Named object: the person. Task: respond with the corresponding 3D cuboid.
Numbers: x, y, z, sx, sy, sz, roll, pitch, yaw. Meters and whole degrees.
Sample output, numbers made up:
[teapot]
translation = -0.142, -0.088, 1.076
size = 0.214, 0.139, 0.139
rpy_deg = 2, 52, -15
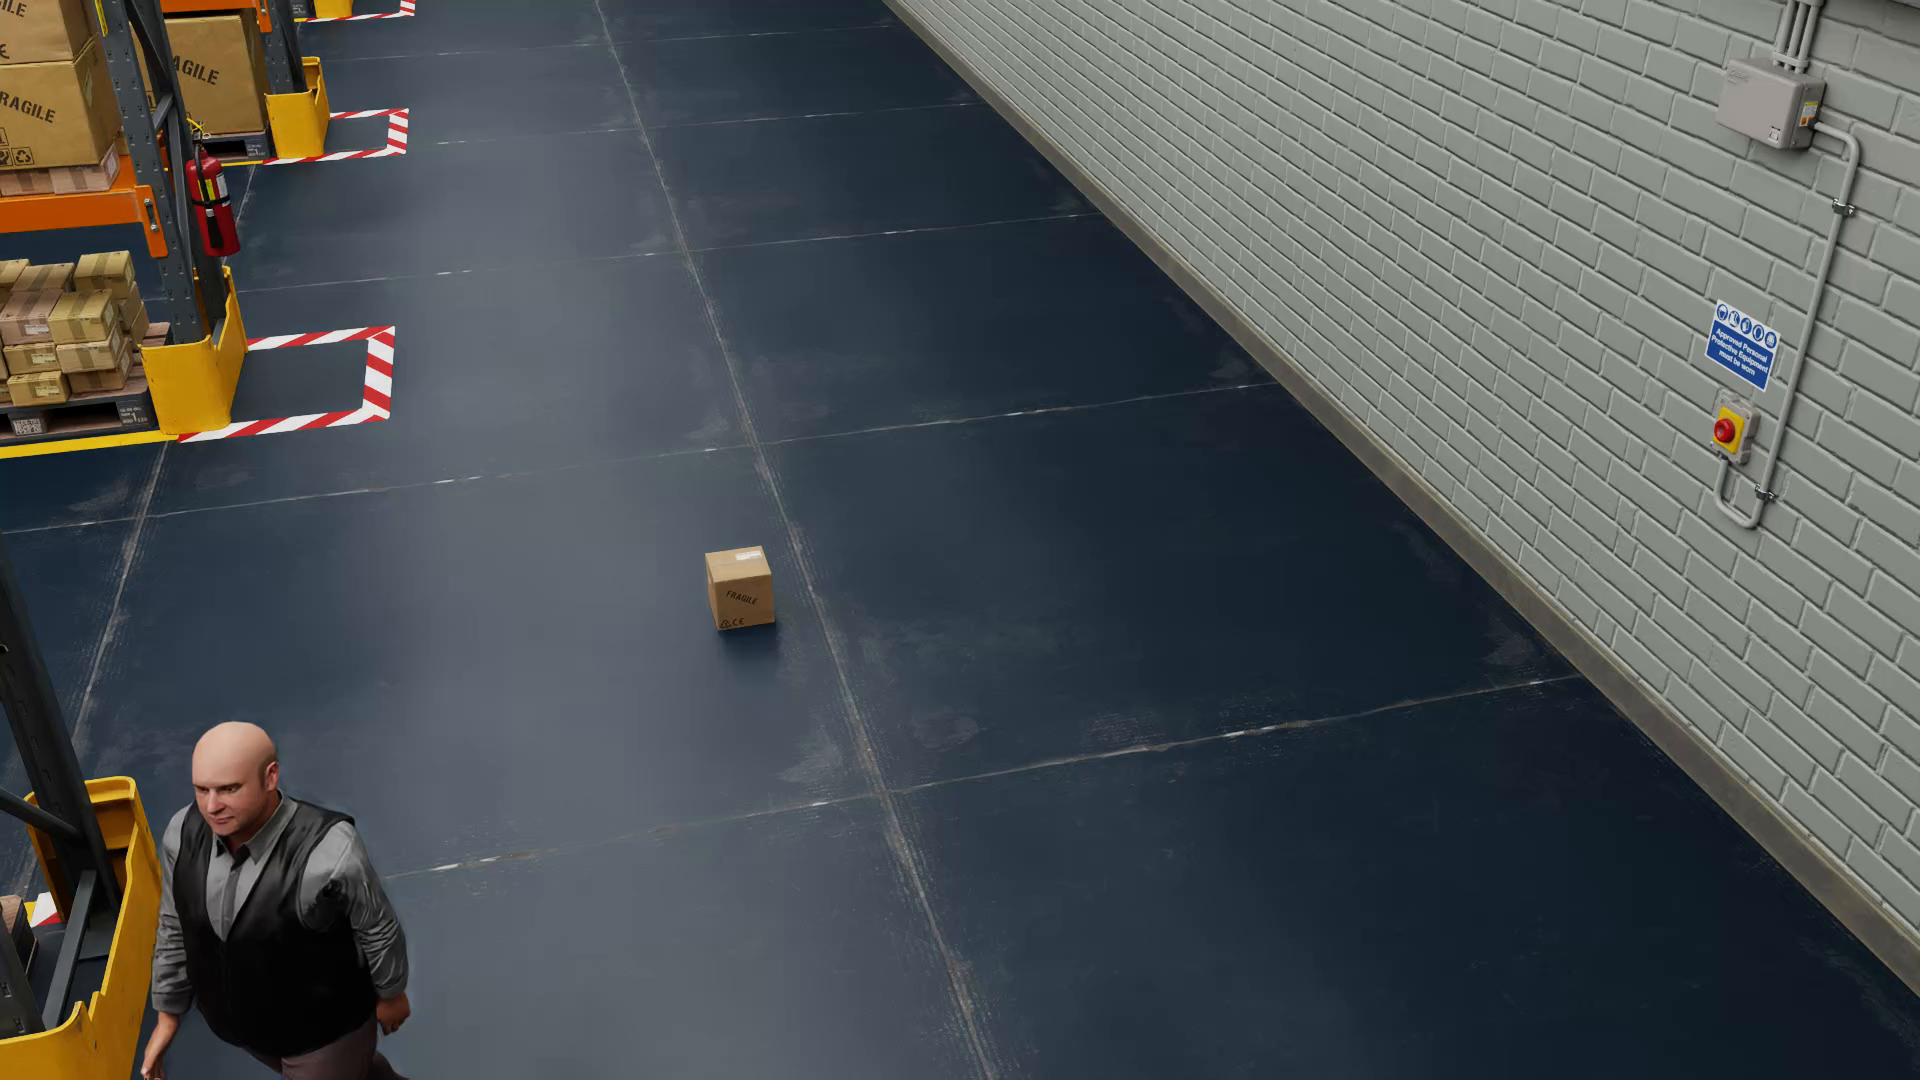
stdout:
[person]
translation = -1.684, 1.199, 4.052
size = 0.553, 1.671, 0.968
rpy_deg = 9, 31, 14
